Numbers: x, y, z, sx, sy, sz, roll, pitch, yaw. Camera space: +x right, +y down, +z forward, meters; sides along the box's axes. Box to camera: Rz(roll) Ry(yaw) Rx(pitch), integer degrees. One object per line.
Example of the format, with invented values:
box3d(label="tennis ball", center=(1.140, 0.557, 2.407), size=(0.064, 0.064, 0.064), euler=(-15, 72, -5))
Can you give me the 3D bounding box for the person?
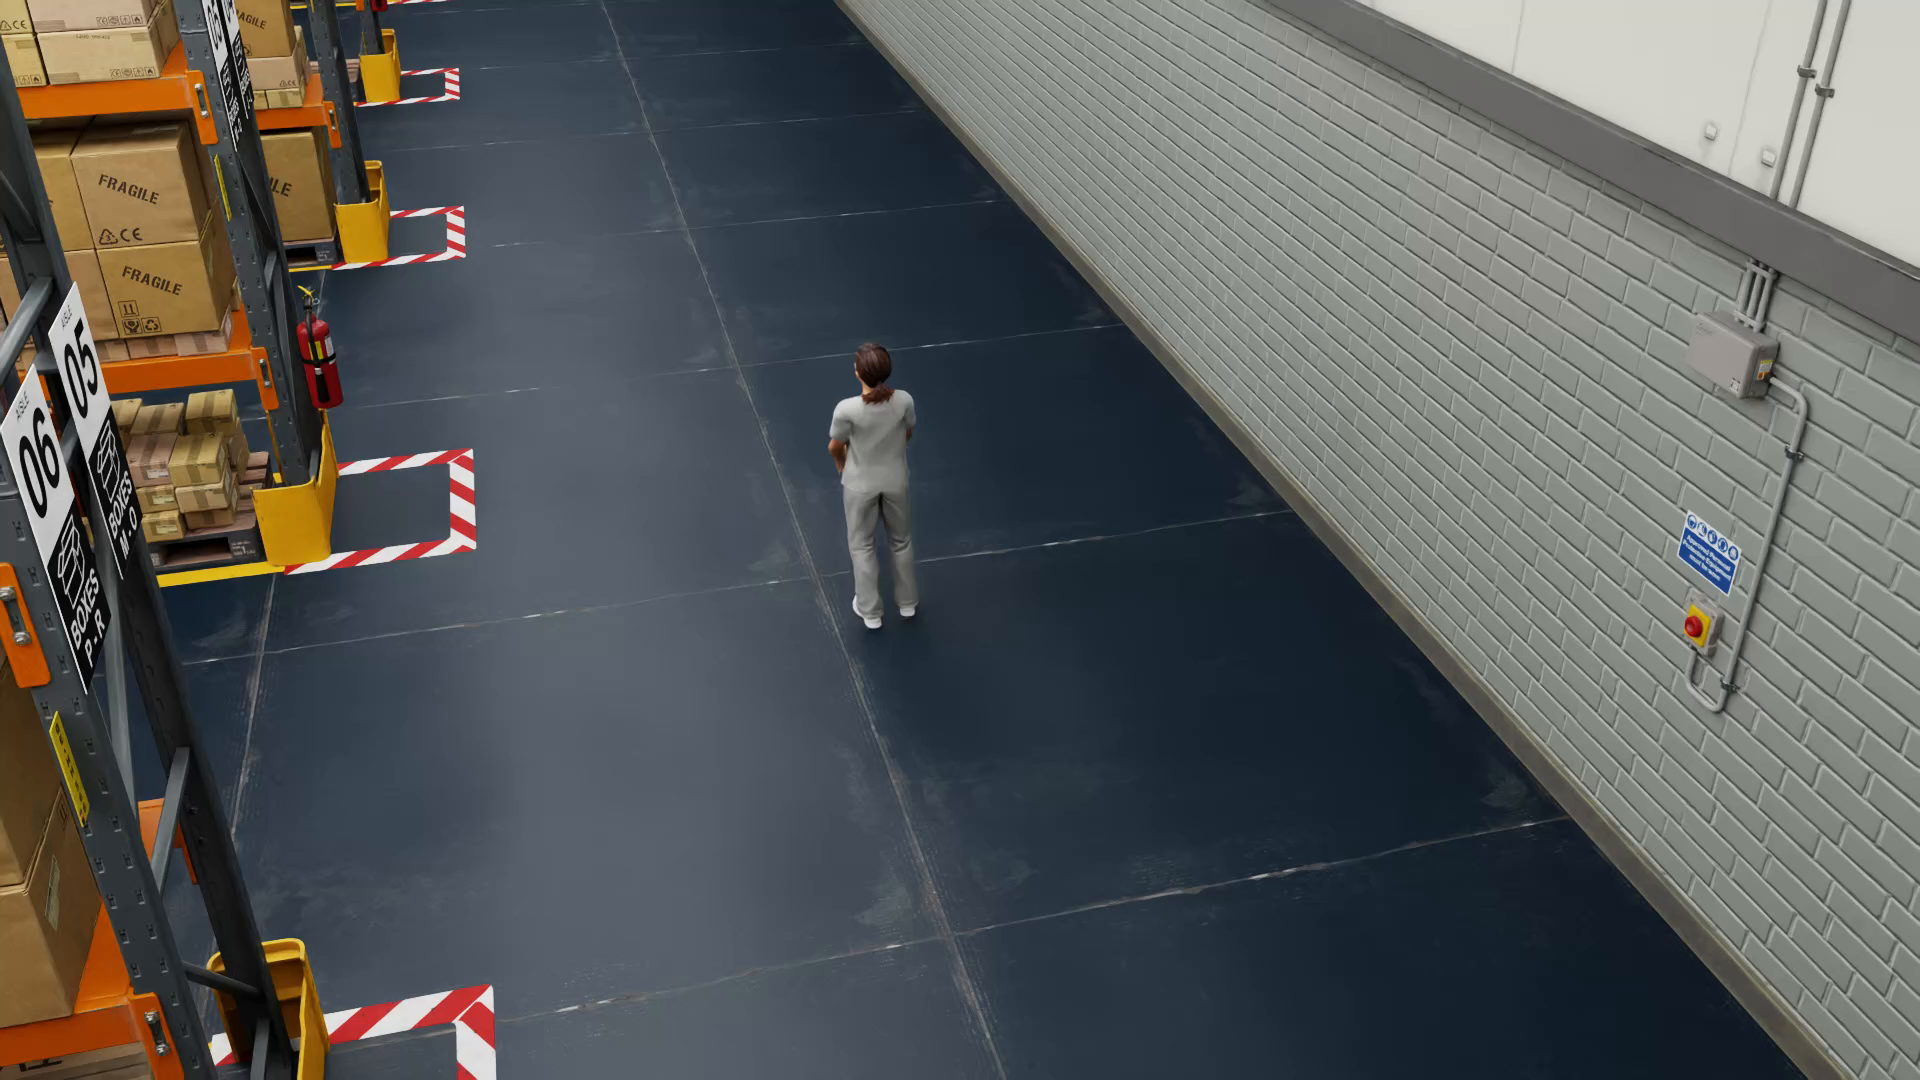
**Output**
box3d(label="person", center=(-0.450, -0.299, 8.743), size=(0.480, 1.677, 0.497), euler=(-9, 31, -14))
